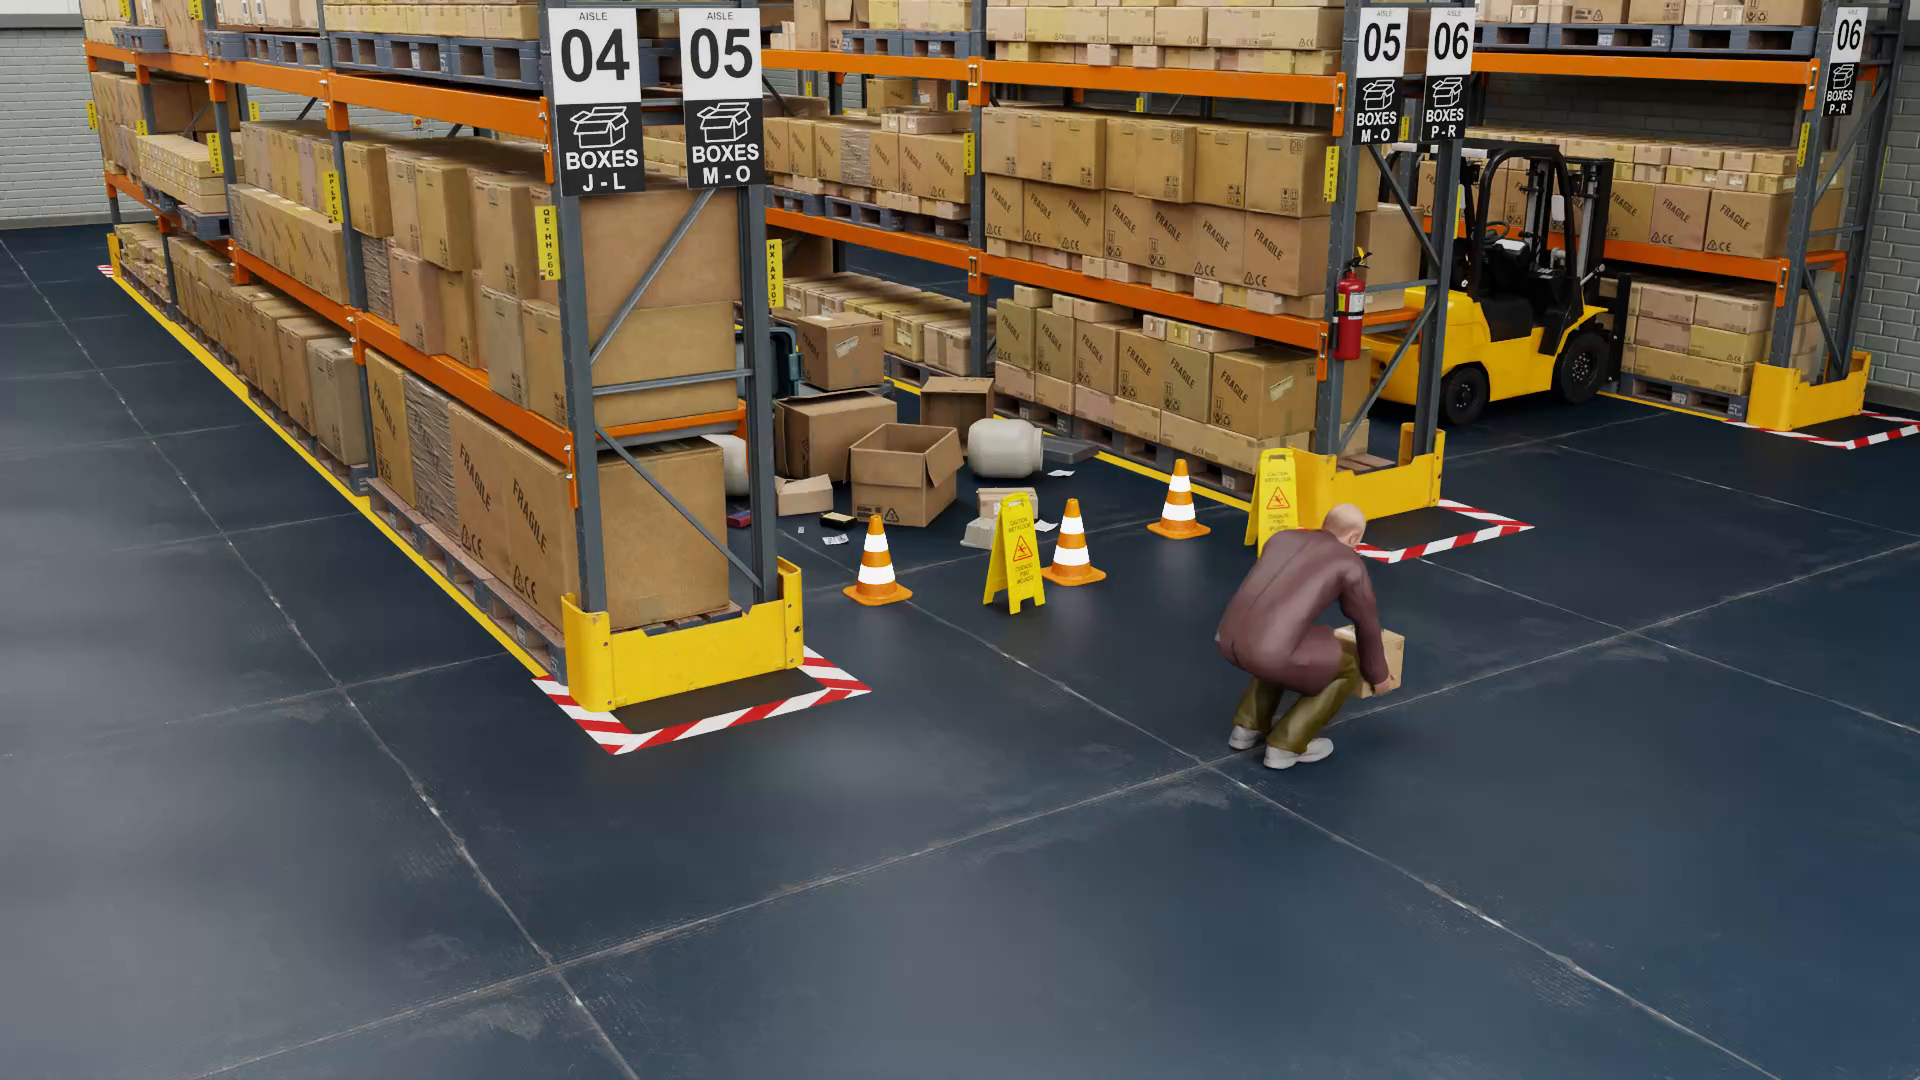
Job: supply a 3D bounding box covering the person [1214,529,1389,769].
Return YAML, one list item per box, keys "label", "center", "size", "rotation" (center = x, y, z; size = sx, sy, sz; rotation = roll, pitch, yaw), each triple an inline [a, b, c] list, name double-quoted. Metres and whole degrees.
- label: "person"
  center: [1.485, 0.463, 7.433]
  size: [0.804, 0.987, 0.612]
  rotation: [-11, 21, -32]
